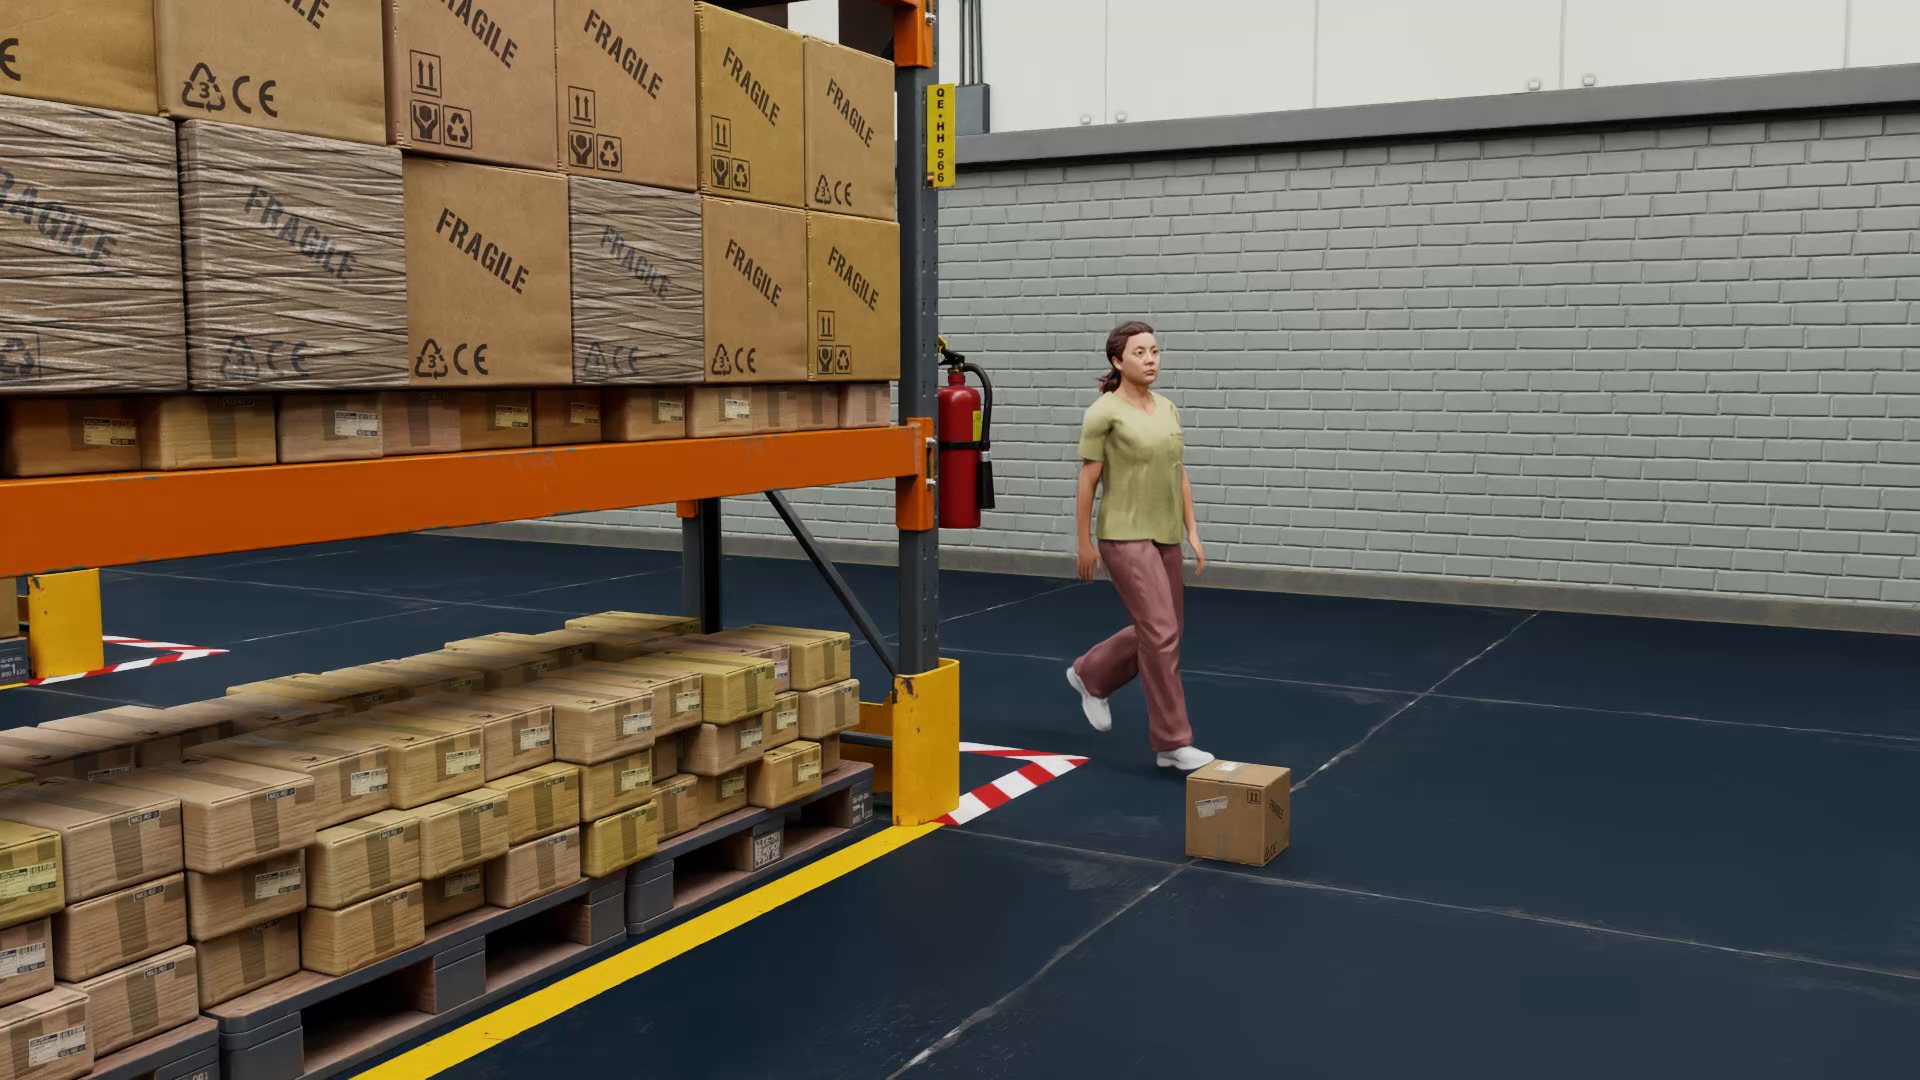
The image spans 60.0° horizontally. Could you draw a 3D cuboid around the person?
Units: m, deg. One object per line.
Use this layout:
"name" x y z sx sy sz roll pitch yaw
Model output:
"person" 0.657 0.006 6.236 0.469 1.642 0.877 -5 8 -38
